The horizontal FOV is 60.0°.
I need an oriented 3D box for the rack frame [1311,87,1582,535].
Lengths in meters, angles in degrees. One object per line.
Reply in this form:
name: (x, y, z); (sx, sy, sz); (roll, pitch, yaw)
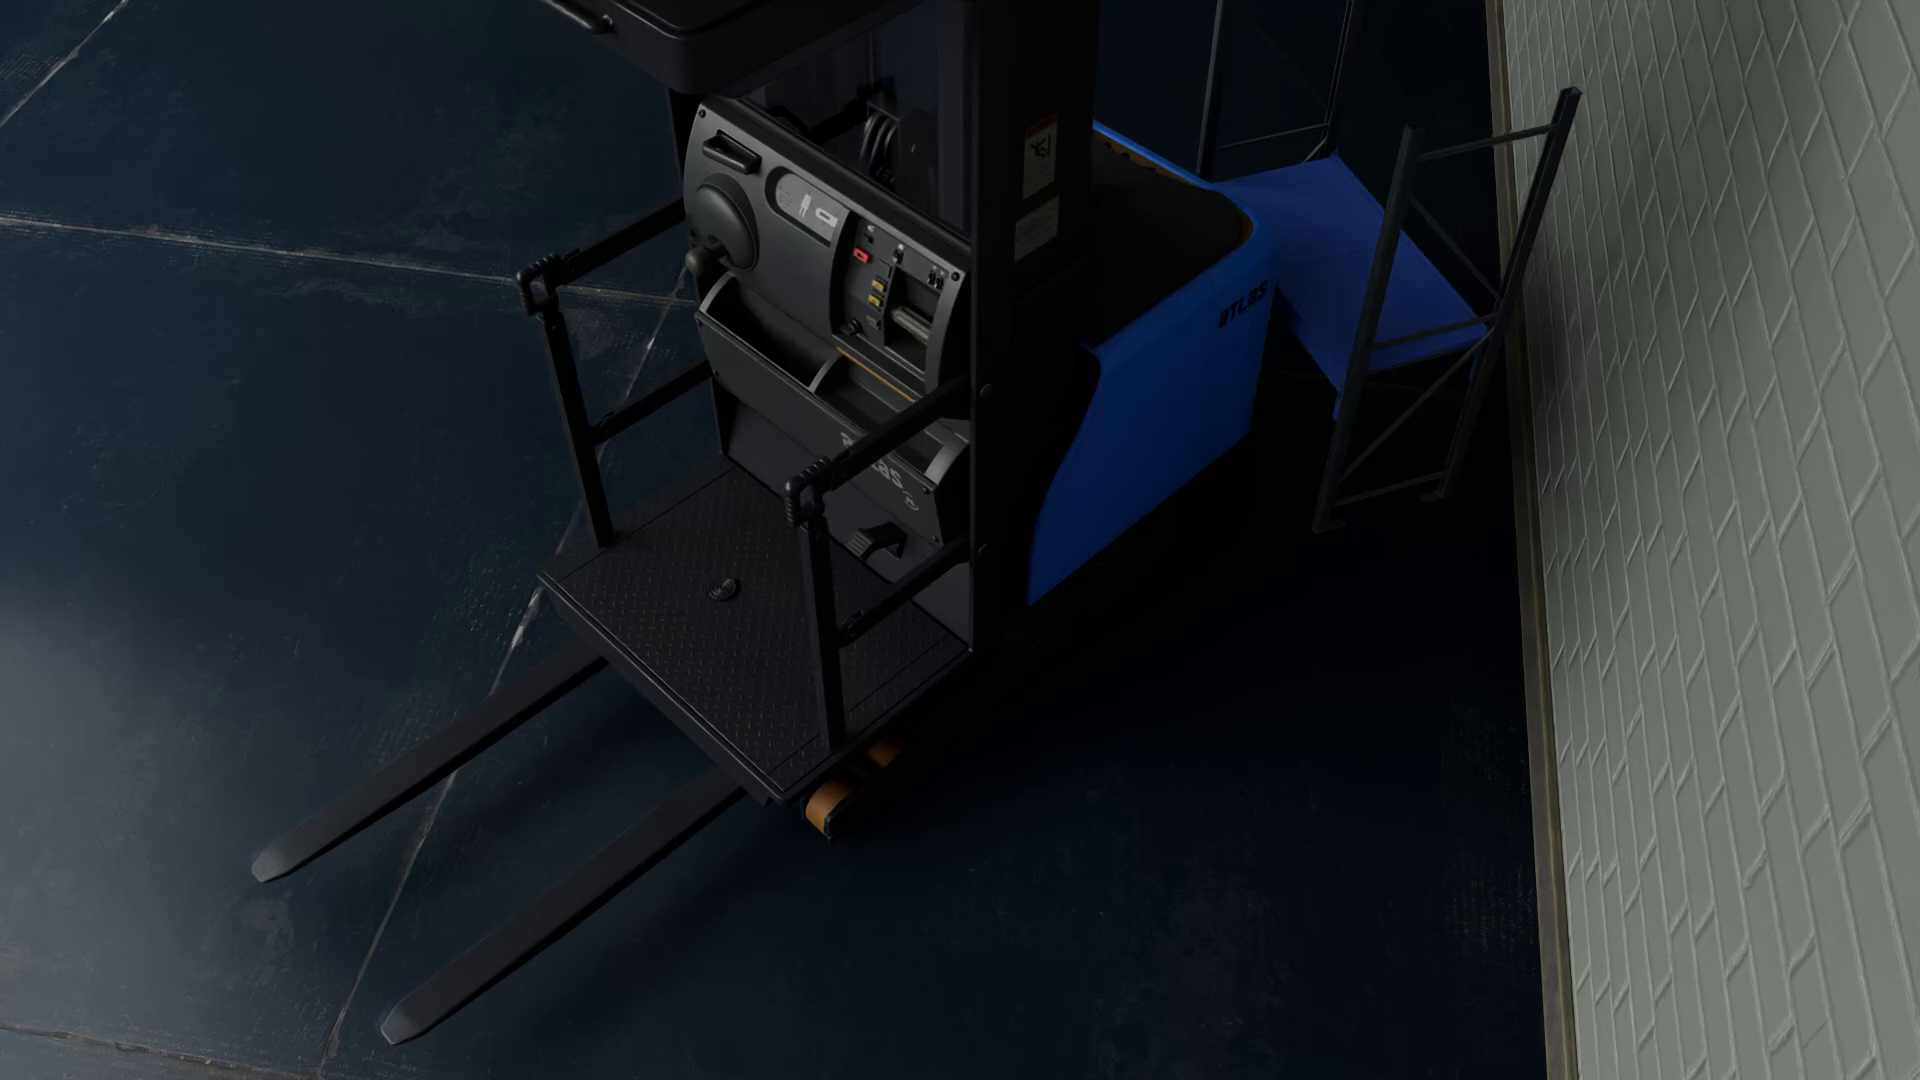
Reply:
rack frame: (1.355, -0.593, 4.775); (0.500, 1.500, 0.032); (-15, 50, -13)

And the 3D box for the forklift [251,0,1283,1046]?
forklift: (-0.487, -0.617, 3.834); (3.031, 2.935, 1.130); (-36, 57, -28)

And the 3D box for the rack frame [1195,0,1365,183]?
rack frame: (1.008, -1.304, 5.413); (0.500, 1.500, 0.032); (-15, 50, -13)

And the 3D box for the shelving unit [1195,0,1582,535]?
shelving unit: (1.182, -0.949, 5.094); (0.538, 1.500, 1.048); (-15, 50, -13)

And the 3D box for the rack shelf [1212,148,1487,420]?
rack shelf: (1.182, -0.828, 5.228); (0.538, 0.185, 1.000); (-15, 50, -13)
